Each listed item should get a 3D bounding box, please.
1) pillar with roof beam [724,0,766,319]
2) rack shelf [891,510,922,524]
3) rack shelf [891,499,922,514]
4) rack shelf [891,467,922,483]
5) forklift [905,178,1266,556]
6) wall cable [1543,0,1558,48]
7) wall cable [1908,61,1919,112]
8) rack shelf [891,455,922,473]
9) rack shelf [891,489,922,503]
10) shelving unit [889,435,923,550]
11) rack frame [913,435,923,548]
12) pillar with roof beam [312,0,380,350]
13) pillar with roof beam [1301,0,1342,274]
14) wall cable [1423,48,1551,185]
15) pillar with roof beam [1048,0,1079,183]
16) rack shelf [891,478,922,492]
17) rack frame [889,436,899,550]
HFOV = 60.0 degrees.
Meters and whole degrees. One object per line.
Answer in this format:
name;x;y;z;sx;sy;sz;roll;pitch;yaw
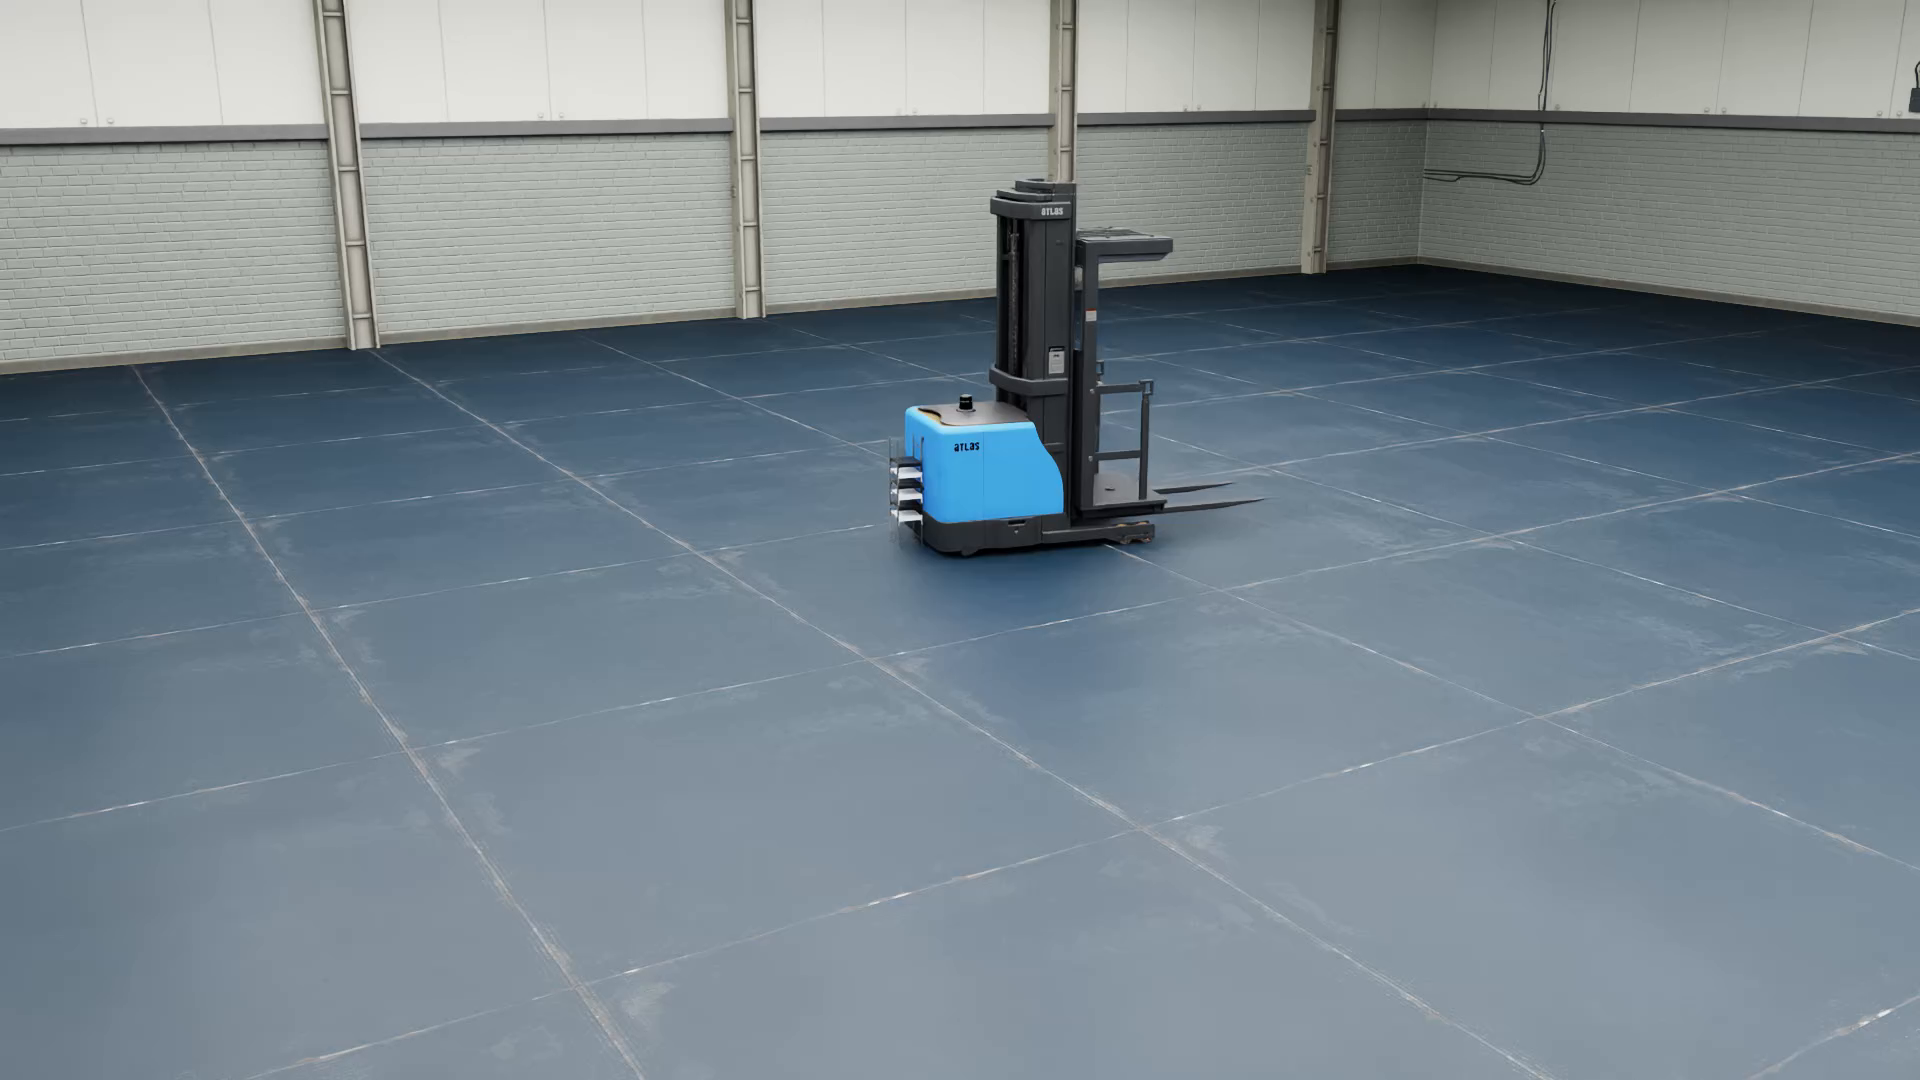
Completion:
pillar with roof beam;-1.141;-6.917;21.913;0.400;9.000;9.100;-9;18;-30
rack shelf;-0.444;-0.188;13.703;0.200;0.077;0.258;-5;17;-18
rack shelf;-0.444;-0.274;13.678;0.200;0.077;0.258;-5;17;-18
rack shelf;-0.444;-0.534;13.606;0.200;0.077;0.258;-5;17;-18
forklift;1.103;-1.505;13.847;3.031;2.935;1.130;-5;17;-18
wall cable;11.527;-9.995;29.291;0.112;2.526;3.097;-9;18;-30
wall cable;15.010;-9.124;23.484;0.169;6.003;2.305;-9;18;-30
rack shelf;-0.444;-0.621;13.581;0.200;0.077;0.258;-5;17;-18
rack shelf;-0.444;-0.361;13.654;0.200;0.077;0.258;-5;17;-18
shelving unit;-0.444;-0.393;13.645;0.210;0.900;0.258;-5;17;-18
rack frame;-0.348;-0.402;13.677;0.006;0.900;0.240;-5;17;-18
pillar with roof beam;-6.284;-6.083;18.938;0.400;9.000;9.100;-9;18;-30
pillar with roof beam;9.145;-8.585;27.864;0.400;9.000;9.100;-9;18;-30
wall cable;10.134;-8.190;32.206;0.112;2.526;3.097;-9;18;-30
pillar with roof beam;4.002;-7.751;24.889;0.400;9.000;9.100;-9;18;-30
rack shelf;-0.444;-0.448;13.630;0.200;0.077;0.258;-5;17;-18
rack frame;-0.540;-0.384;13.613;0.006;0.900;0.240;-5;17;-18
